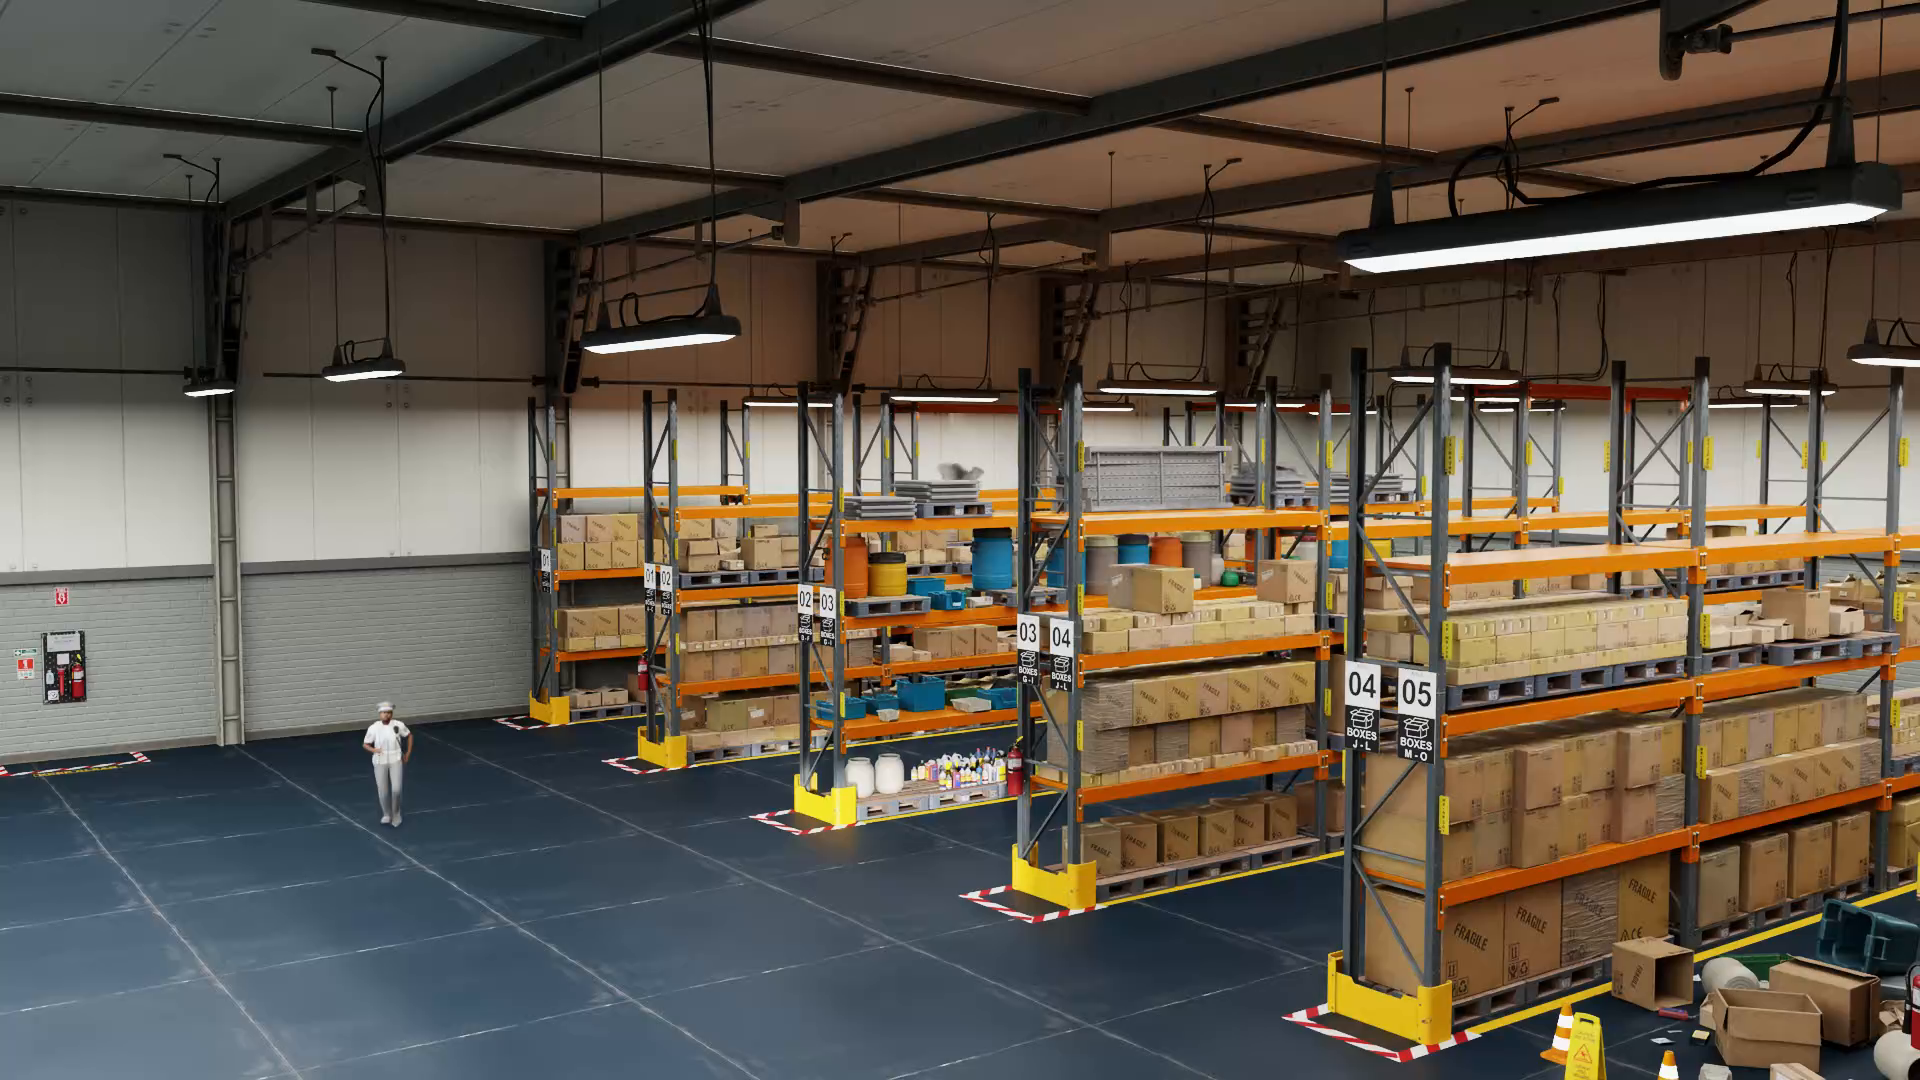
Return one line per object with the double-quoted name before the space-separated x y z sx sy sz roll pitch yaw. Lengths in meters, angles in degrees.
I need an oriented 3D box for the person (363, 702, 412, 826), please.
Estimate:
"person" -7.660 3.001 22.278 0.637 1.693 0.610 -1 4 -20
